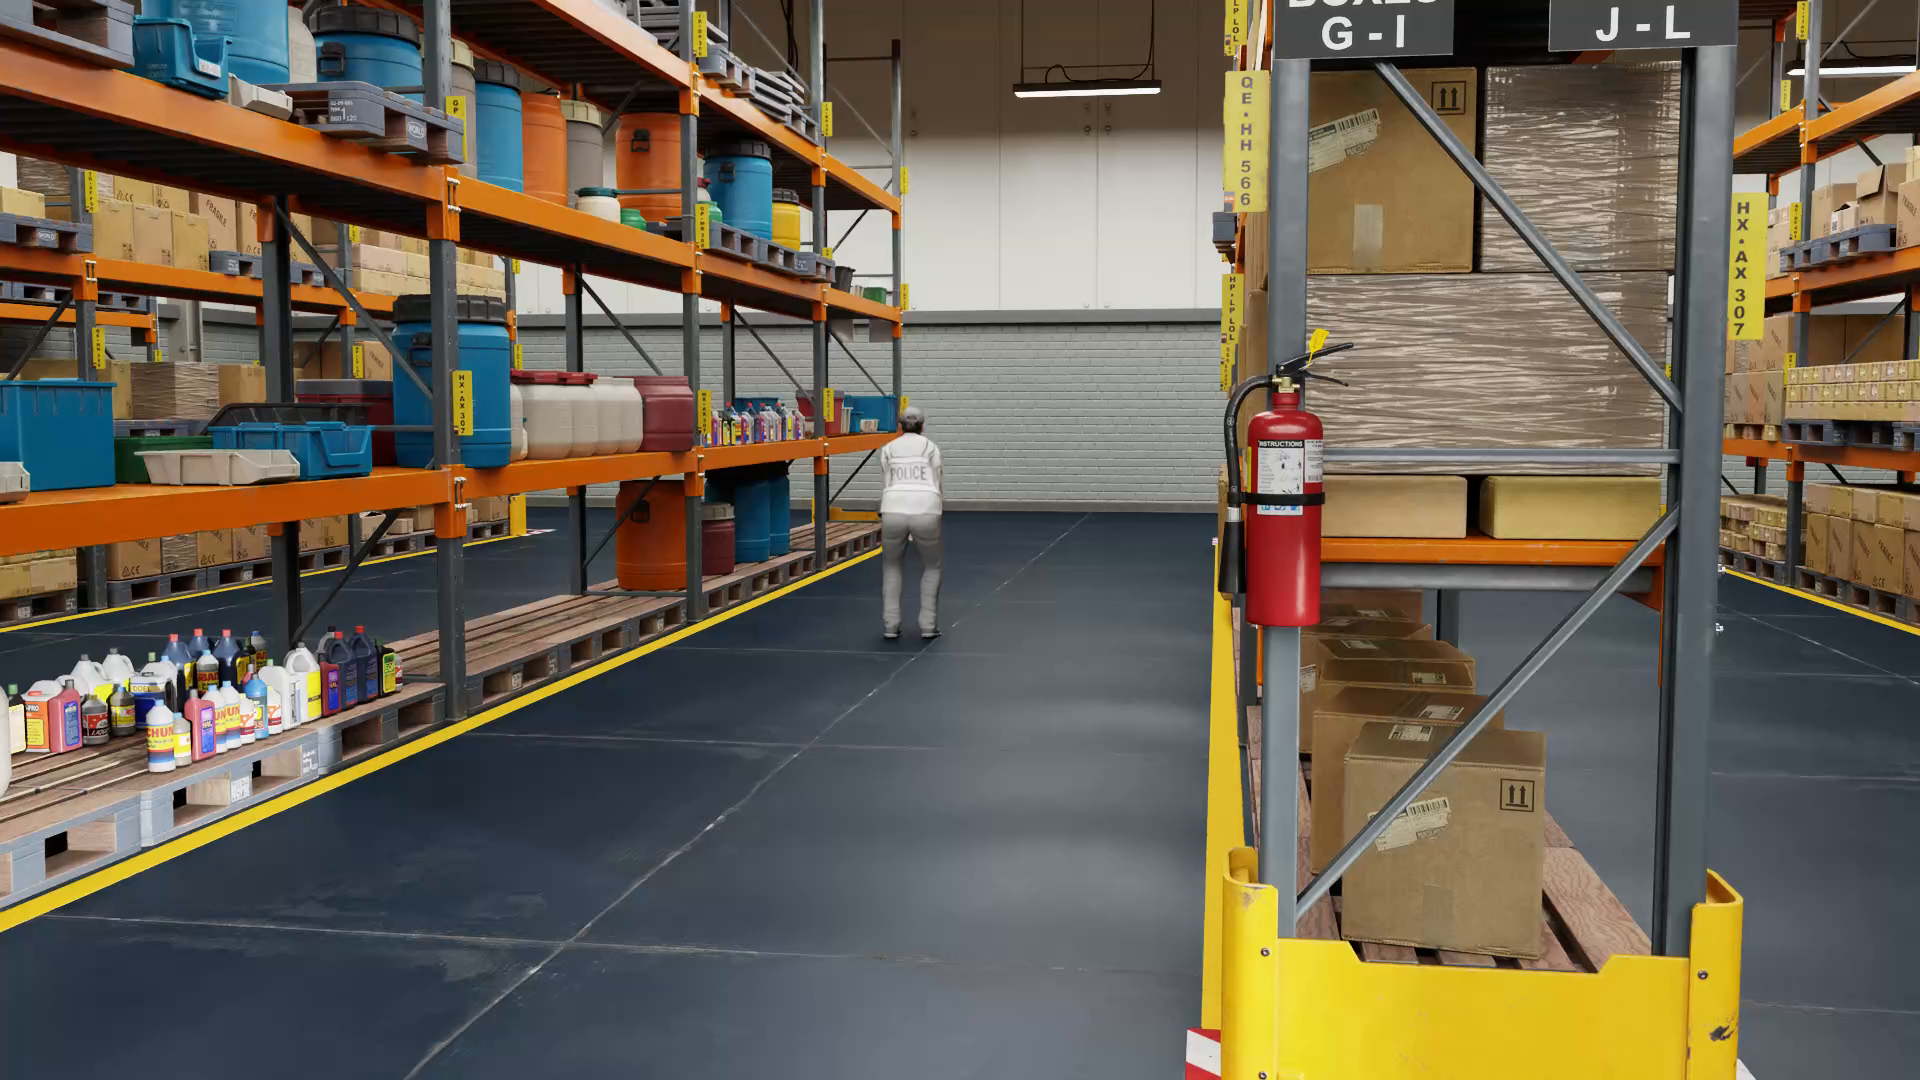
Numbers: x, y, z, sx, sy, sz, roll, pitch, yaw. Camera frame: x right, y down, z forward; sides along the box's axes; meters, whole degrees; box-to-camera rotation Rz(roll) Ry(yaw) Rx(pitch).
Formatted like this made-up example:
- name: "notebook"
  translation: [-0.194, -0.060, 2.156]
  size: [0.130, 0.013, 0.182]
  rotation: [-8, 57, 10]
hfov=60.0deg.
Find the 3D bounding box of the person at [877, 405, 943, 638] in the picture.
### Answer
- name: "person"
  translation: [-0.338, -0.128, 11.715]
  size: [0.452, 1.638, 0.582]
  rotation: [1, 5, 8]
